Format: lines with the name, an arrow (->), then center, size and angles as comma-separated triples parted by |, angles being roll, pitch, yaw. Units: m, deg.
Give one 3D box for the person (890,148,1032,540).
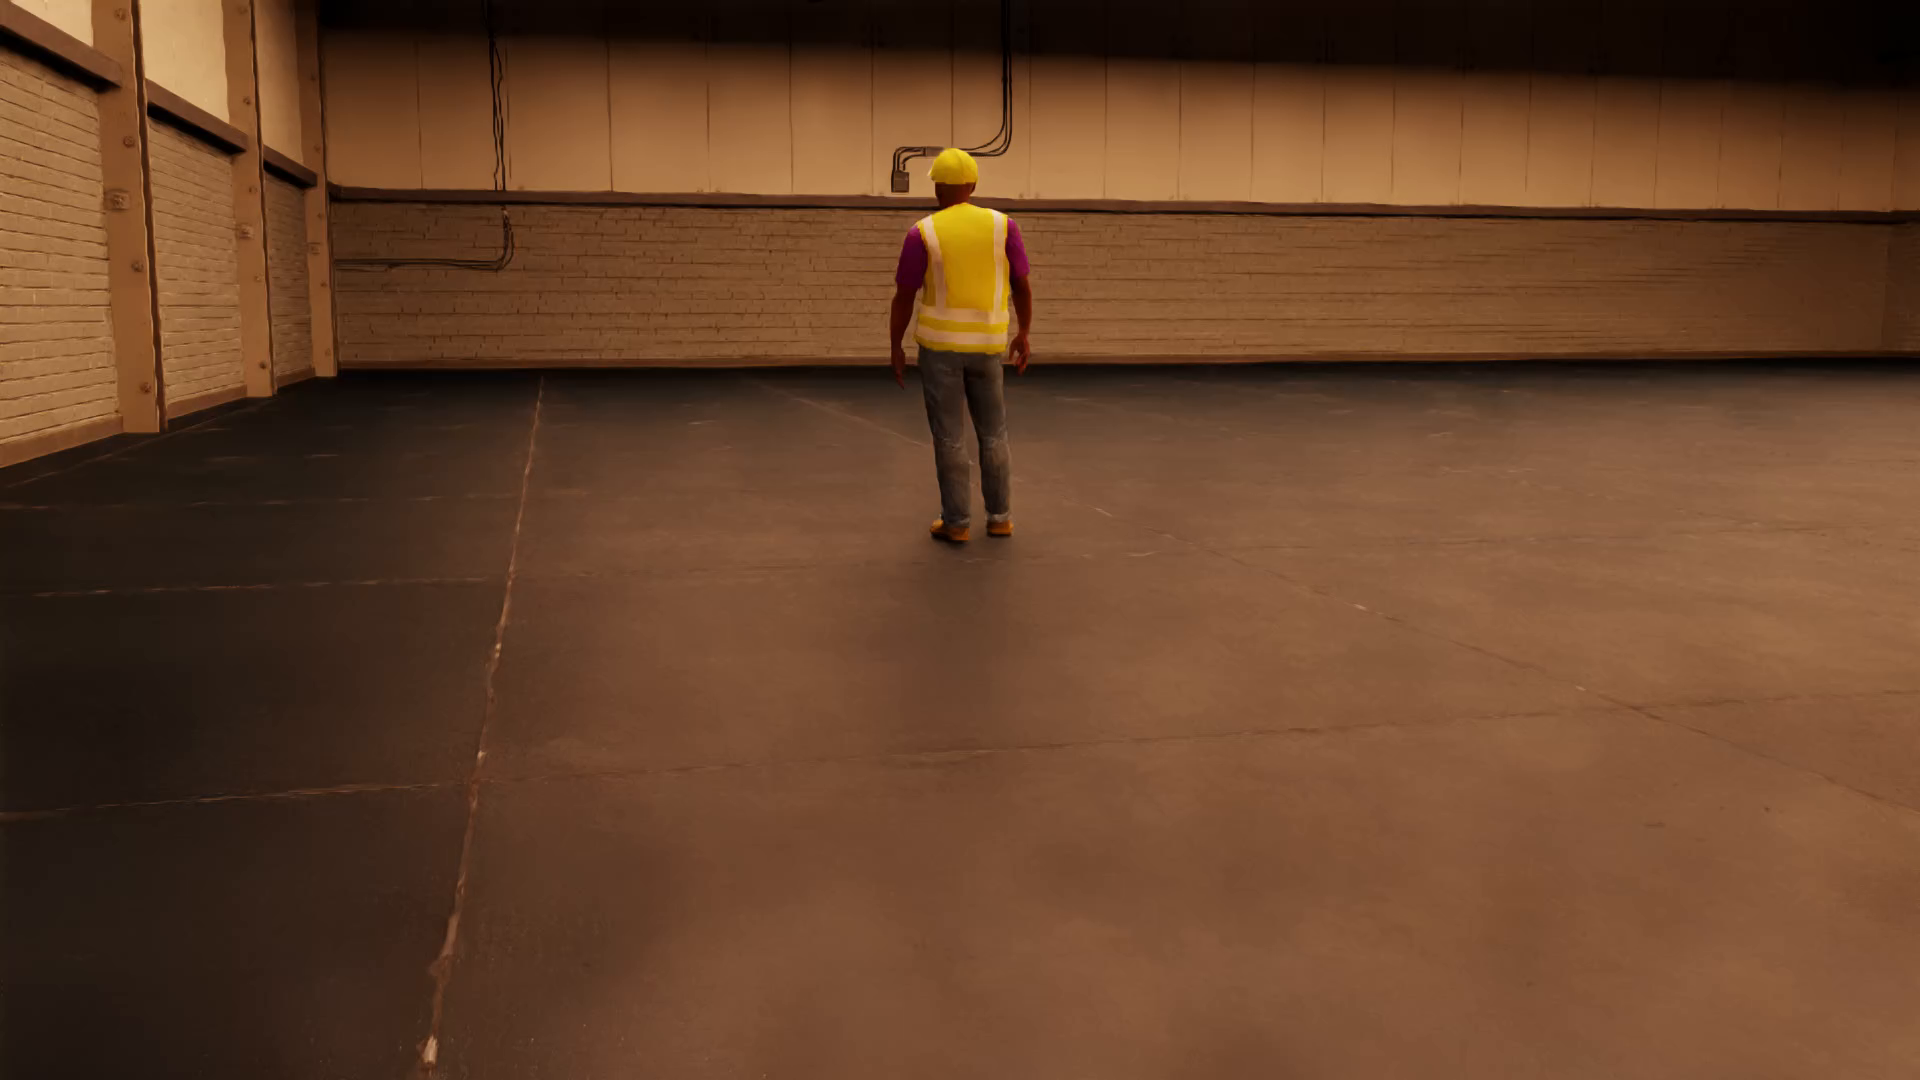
person -> -0.011, -0.891, 7.652 | 0.665, 1.766, 0.576 | -2, 8, -13
